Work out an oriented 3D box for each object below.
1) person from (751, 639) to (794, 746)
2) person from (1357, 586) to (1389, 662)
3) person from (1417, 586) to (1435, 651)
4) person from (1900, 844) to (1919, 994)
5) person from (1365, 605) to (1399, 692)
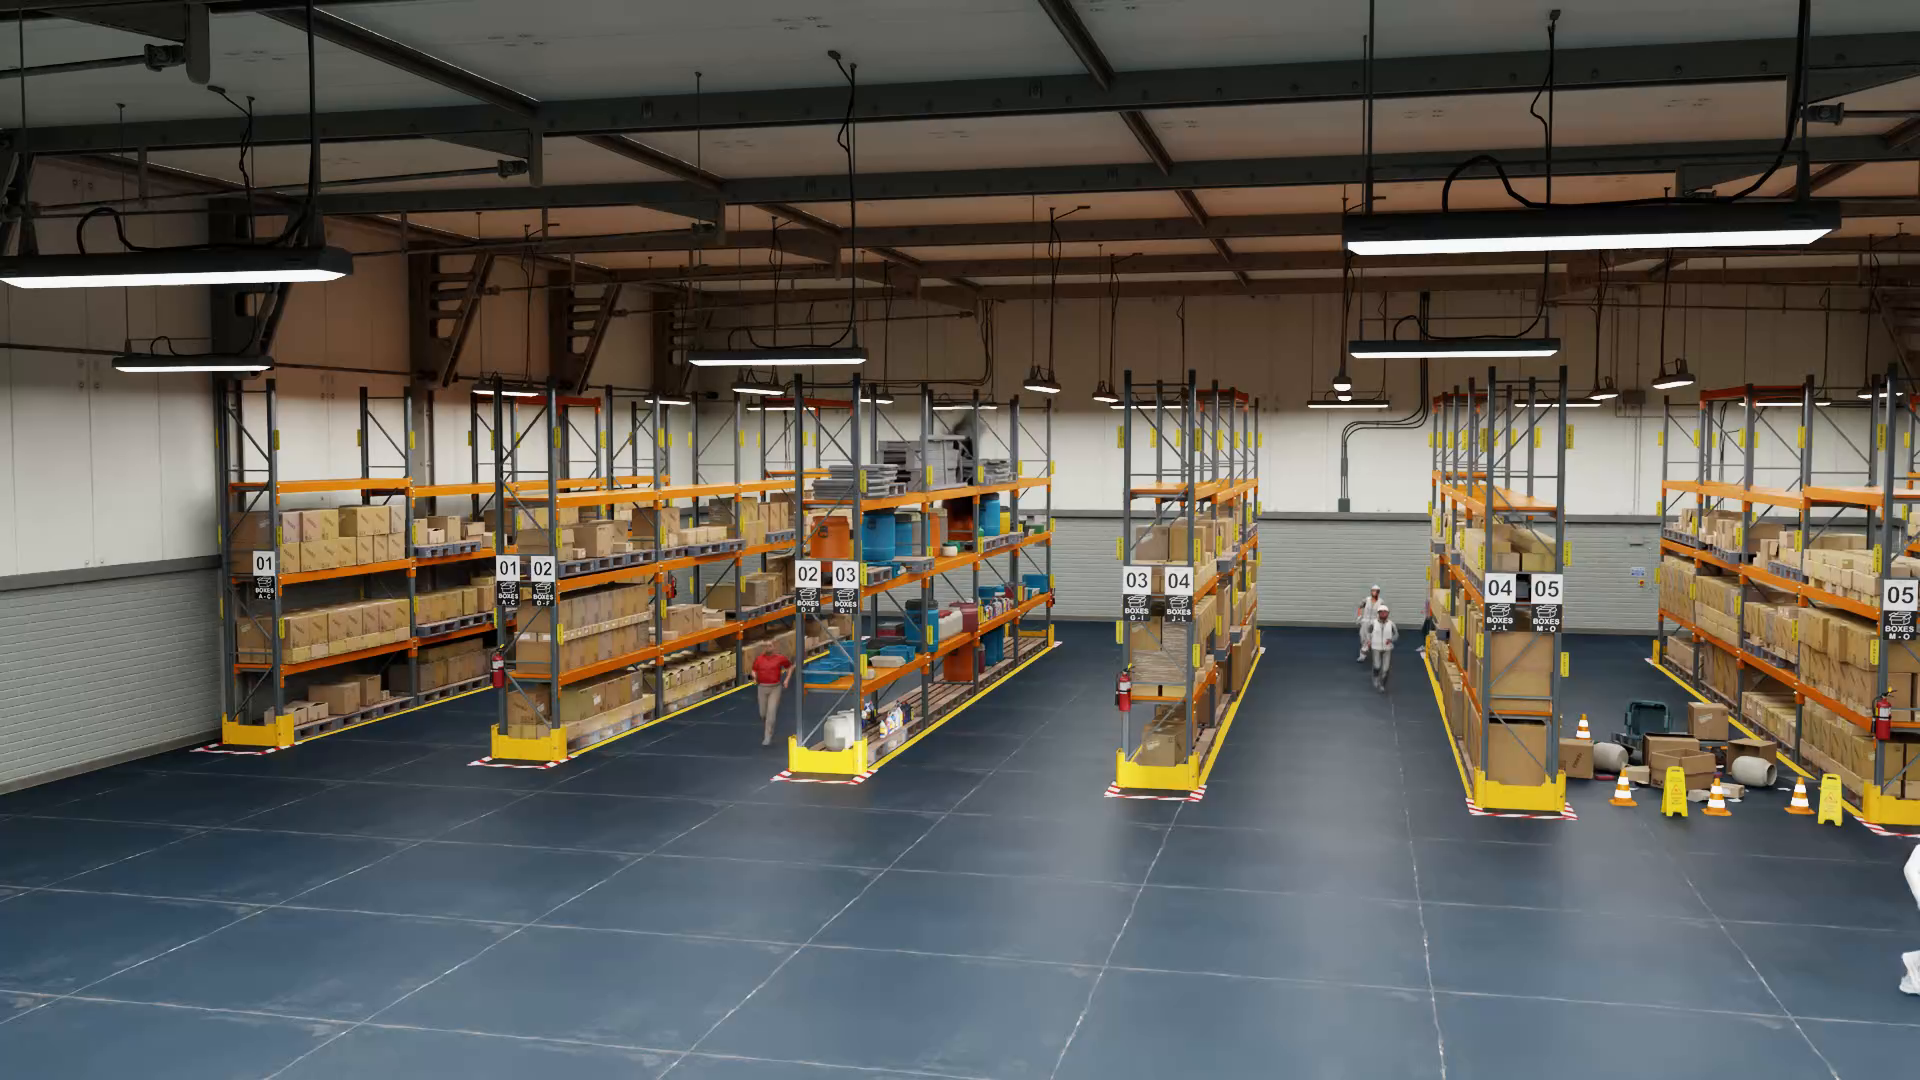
[{"bbox_3d":[-3.140,2.497,27.552,0.678,1.690,0.992,1,3,9],"label":"person"},{"bbox_3d":[9.339,1.885,37.655,0.702,1.714,0.670,1,4,22],"label":"person"},{"bbox_3d":[11.229,1.858,39.426,0.743,1.589,0.560,1,3,11],"label":"person"},{"bbox_3d":[8.748,3.258,14.788,0.660,1.715,0.632,-3,5,-43],"label":"person"},{"bbox_3d":[8.371,2.159,32.981,0.657,1.728,0.575,1,4,12],"label":"person"}]
